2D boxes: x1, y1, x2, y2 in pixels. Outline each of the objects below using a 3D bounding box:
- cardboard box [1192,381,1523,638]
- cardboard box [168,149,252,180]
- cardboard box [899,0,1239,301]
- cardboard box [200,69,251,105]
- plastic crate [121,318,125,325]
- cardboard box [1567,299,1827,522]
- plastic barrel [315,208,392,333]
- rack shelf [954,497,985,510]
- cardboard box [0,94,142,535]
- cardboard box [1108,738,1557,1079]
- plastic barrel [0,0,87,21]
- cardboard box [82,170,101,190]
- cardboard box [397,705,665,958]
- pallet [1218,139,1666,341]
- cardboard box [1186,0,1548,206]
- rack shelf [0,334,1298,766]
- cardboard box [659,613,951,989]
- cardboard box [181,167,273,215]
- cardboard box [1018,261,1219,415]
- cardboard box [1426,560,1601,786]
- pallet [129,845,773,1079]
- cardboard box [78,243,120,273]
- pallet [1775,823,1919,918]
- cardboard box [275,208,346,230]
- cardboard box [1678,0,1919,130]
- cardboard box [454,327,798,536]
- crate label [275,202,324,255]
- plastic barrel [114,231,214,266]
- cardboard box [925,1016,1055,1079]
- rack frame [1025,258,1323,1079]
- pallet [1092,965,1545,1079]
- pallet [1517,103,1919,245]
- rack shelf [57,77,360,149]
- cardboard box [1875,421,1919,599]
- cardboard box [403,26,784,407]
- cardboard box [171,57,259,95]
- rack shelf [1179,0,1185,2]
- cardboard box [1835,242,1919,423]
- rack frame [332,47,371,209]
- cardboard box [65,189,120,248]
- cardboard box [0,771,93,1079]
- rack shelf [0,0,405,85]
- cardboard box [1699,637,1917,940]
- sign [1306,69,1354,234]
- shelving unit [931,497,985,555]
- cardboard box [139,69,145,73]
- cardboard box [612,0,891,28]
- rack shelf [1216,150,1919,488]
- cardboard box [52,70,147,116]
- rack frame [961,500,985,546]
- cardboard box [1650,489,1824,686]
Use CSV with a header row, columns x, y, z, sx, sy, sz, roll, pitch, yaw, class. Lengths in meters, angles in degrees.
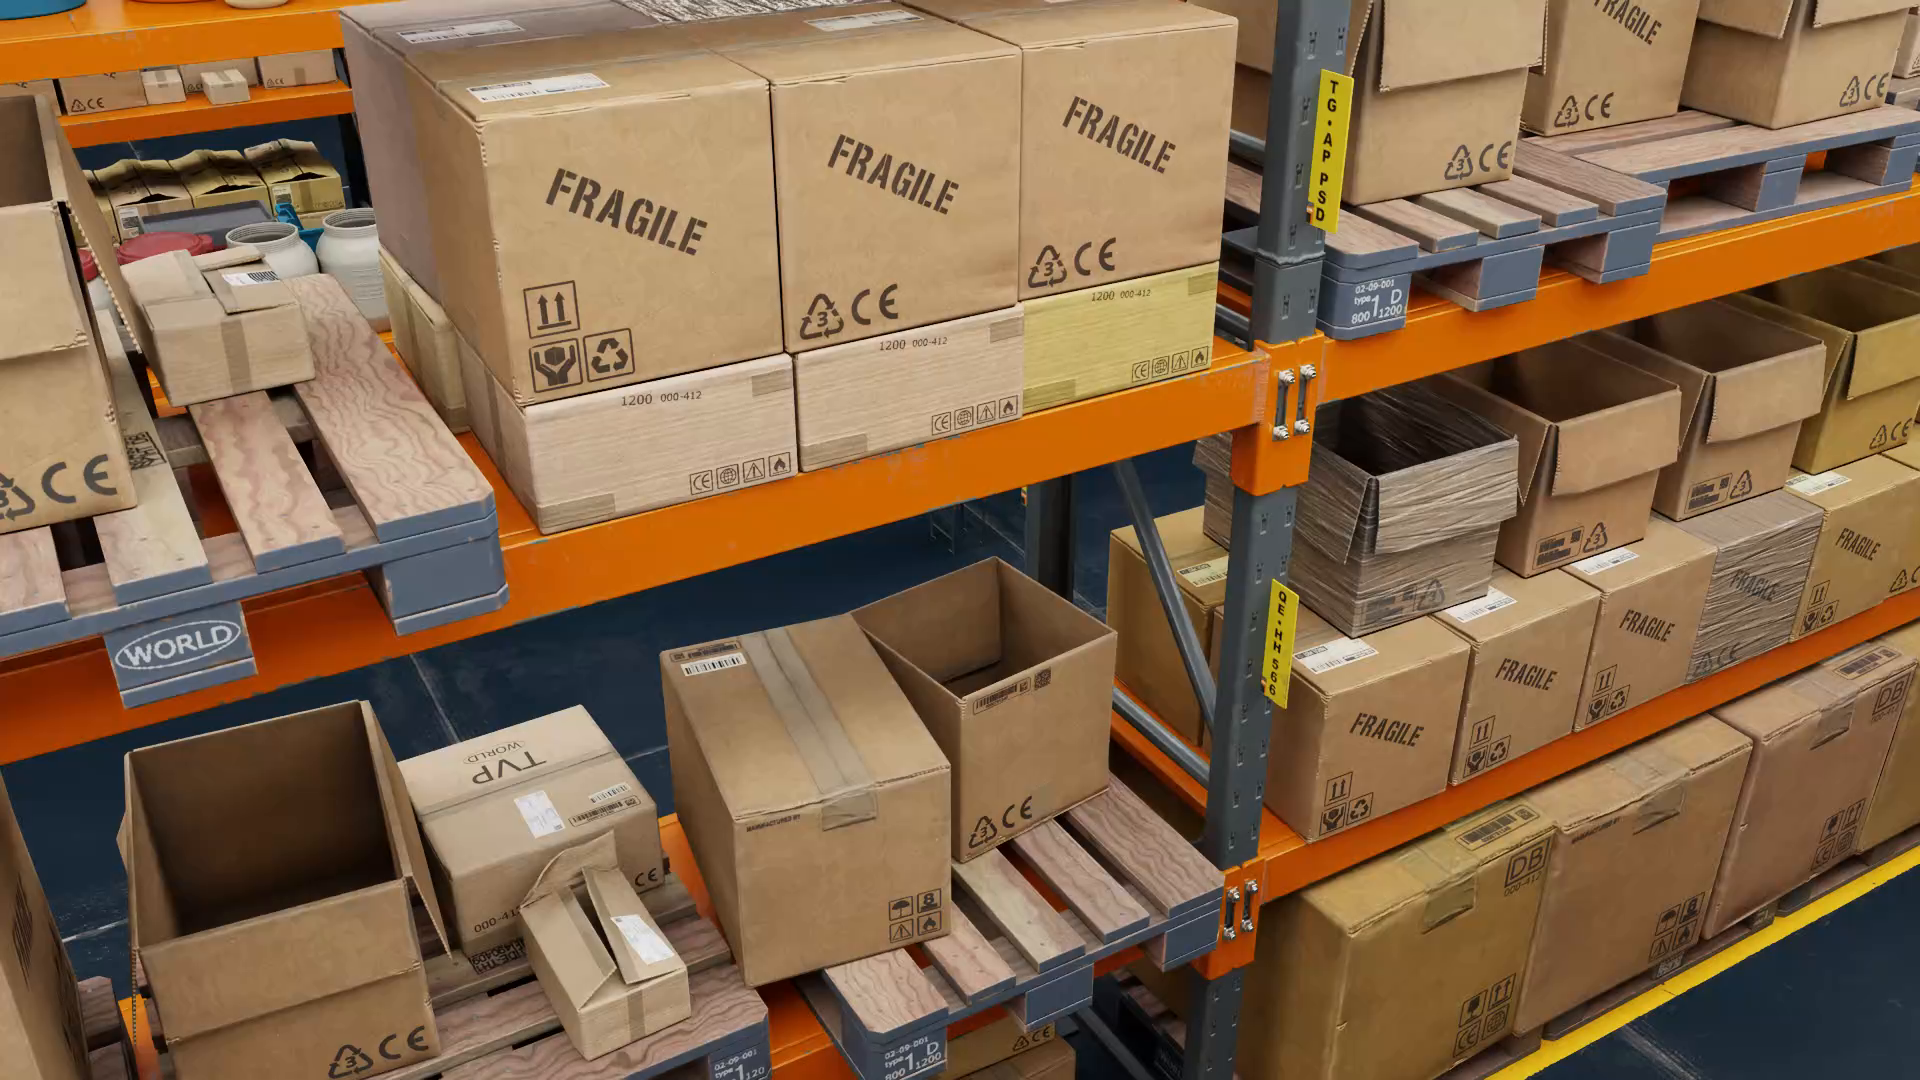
x,y,z,sx,sy,sz,roll,pitch,yaw,class
1.134,-0.151,4.778,0.637,0.503,0.797,-15,32,-25,cardboard box
-5.569,-2.712,12.390,0.500,0.311,0.500,-17,33,-28,cardboard box
0.211,-0.851,3.463,0.500,0.500,0.500,-15,32,-25,cardboard box
-5.155,-3.179,11.665,0.250,0.149,0.380,-16,33,-26,cardboard box
-4.104,-1.032,7.734,0.662,0.188,0.450,-16,33,-26,plastic crate
2.272,-0.477,5.368,0.637,0.503,0.797,-15,32,-25,cardboard box
-2.793,-1.268,7.827,0.421,0.512,0.421,0,29,0,plastic barrel
-0.012,-0.273,8.591,0.180,0.103,0.258,-16,33,-26,rack shelf
-1.686,-0.364,2.660,0.637,0.503,0.797,-14,32,-24,cardboard box
1.101,1.090,5.435,0.875,0.875,1.225,-17,33,-29,cardboard box
-4.006,-2.648,6.821,0.708,0.901,0.600,-16,33,-26,plastic barrel
-6.453,-2.462,11.937,0.500,0.311,0.500,-16,33,-27,cardboard box
-1.066,0.700,4.098,0.500,0.250,0.500,-17,33,-28,cardboard box
1.024,-0.907,4.379,1.003,0.211,1.213,-14,32,-24,pallet
0.985,-1.218,4.207,0.637,0.503,0.797,-14,32,-23,cardboard box
-1.229,-0.005,3.295,4.000,0.370,1.077,-16,33,-26,rack shelf
-0.381,0.603,4.014,0.500,0.500,0.700,-11,31,-19,cardboard box
-5.292,-2.489,11.986,0.500,0.311,0.500,-16,33,-27,cardboard box
0.210,-0.525,3.648,0.500,0.250,0.500,-16,33,-26,cardboard box
1.496,0.327,4.949,0.500,0.500,0.500,-17,33,-28,cardboard box
-1.191,1.089,3.870,1.213,0.211,1.003,-16,33,-26,pallet
-6.170,-1.997,11.675,0.500,0.250,0.500,-15,32,-25,cardboard box
3.317,0.966,6.782,1.213,0.211,1.003,-16,33,-26,pallet
-4.850,-2.374,12.358,0.500,0.250,0.500,-15,32,-25,cardboard box
2.246,-1.548,4.804,0.637,0.503,0.797,-16,33,-27,cardboard box
-0.645,-0.277,3.197,0.500,0.250,0.500,-15,32,-25,cardboard box
-3.007,-1.445,8.226,0.616,0.435,0.502,-16,33,-26,crate label
-3.521,-1.068,7.441,0.433,0.535,0.433,0,29,0,plastic barrel
-0.067,1.254,4.729,0.500,0.250,0.500,-14,32,-24,cardboard box
0.495,0.504,4.733,0.127,3.000,1.000,-16,33,-26,rack frame
1.213,1.563,5.699,1.213,0.211,1.003,-16,33,-26,pallet
1.986,-1.182,4.878,1.213,0.211,1.003,-14,32,-24,pallet
-6.244,-2.819,11.499,4.000,0.370,1.077,-16,33,-26,rack shelf
3.249,-0.173,5.855,0.500,0.500,0.500,-15,32,-25,cardboard box
-0.660,-0.606,3.019,0.500,0.500,0.500,-15,32,-25,cardboard box
-5.389,-3.447,11.983,0.500,0.311,0.500,-16,33,-27,cardboard box
0.653,-4.778,15.047,4.000,0.370,1.077,-16,33,-26,rack shelf
3.398,-0.799,5.951,0.637,0.503,0.797,-17,33,-28,cardboard box
-4.520,-3.624,12.212,0.127,3.000,1.000,-16,33,-26,rack frame
-6.161,-2.245,11.544,0.500,0.311,0.500,-15,32,-25,cardboard box
-2.197,0.900,2.959,1.000,1.000,1.000,-16,33,-26,cardboard box
-3.738,-2.068,7.033,4.000,0.370,1.077,-16,33,-26,rack shelf
2.632,0.655,6.223,0.875,0.875,1.225,-17,33,-28,cardboard box
0.769,-0.809,3.473,0.005,0.325,0.100,-16,33,-26,sign
-0.012,-0.522,8.454,0.189,1.200,0.258,-16,33,-26,shelving unit
-8.130,-4.509,15.948,0.500,0.500,0.700,-16,33,-26,cardboard box
-0.479,-0.942,3.627,0.500,0.500,0.500,-16,33,-26,cardboard box
2.220,-0.984,5.069,4.000,0.370,1.077,-16,33,-26,rack shelf
-5.958,-3.250,11.432,0.500,0.500,0.500,-18,34,-29,cardboard box
0.066,-0.544,8.494,0.006,1.200,0.240,-16,33,-26,rack frame
2.368,0.079,5.399,0.500,0.500,0.500,-16,33,-26,cardboard box
